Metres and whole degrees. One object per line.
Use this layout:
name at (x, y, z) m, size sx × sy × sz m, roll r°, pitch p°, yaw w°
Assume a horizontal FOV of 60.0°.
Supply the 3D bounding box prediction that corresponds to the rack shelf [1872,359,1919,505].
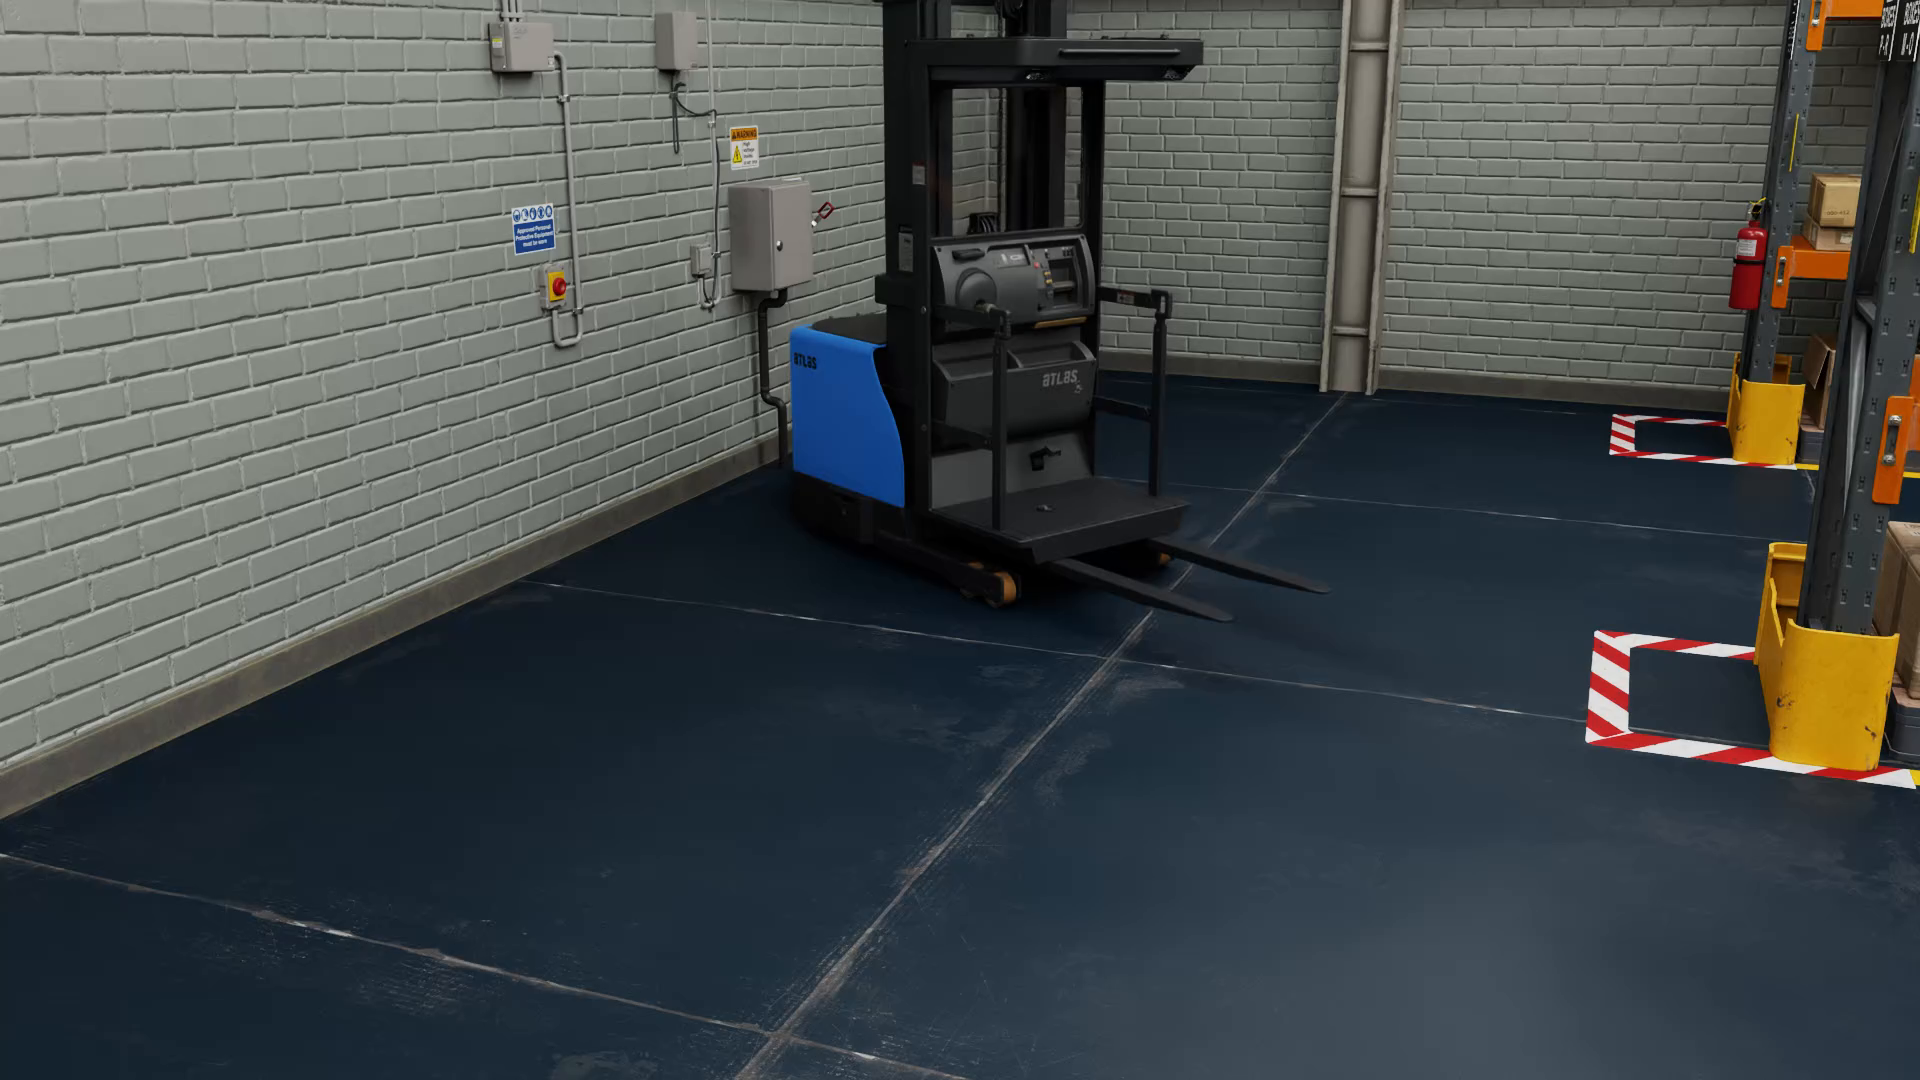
rack shelf at (5.166, -0.234, 5.389) m, size 4.000 × 0.370 × 1.077 m, roll 6°, pitch 17°, yaw 21°

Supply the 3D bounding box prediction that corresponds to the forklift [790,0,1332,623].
forklift at (0.400, -1.253, 7.733) m, size 1.130 × 2.935 × 3.031 m, roll -12°, pitch 20°, yaw -36°

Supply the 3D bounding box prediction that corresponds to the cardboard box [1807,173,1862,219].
cardboard box at (5.648, -2.164, 10.483) m, size 0.500 × 0.250 × 0.500 m, roll 7°, pitch 18°, yaw 22°

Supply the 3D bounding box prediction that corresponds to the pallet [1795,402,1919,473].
pallet at (5.936, -0.643, 10.511) m, size 1.213 × 0.211 × 1.003 m, roll 6°, pitch 17°, yaw 21°

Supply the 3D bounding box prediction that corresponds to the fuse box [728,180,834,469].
fuse box at (-1.042, -1.266, 9.964) m, size 0.414 × 1.711 × 0.539 m, roll 6°, pitch 17°, yaw 21°

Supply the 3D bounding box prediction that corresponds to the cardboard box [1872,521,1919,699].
cardboard box at (3.956, 0.287, 6.149) m, size 0.875 × 0.438 × 0.875 m, roll 6°, pitch 17°, yaw 19°

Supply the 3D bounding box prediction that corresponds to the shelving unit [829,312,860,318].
shelving unit at (-0.563, -0.722, 9.278) m, size 0.215 × 1.050 × 0.252 m, roll -12°, pitch 20°, yaw -36°

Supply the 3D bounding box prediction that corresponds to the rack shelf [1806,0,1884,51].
rack shelf at (6.983, -2.962, 9.406) m, size 4.000 × 0.370 × 1.077 m, roll 6°, pitch 17°, yaw 21°

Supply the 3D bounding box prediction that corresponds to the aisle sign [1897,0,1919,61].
aisle sign at (3.132, -1.964, 5.397) m, size 0.004 × 0.787 × 0.394 m, roll 6°, pitch 17°, yaw 21°

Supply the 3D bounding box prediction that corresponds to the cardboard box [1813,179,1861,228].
cardboard box at (5.446, -2.026, 10.008) m, size 0.500 × 0.250 × 0.500 m, roll 6°, pitch 17°, yaw 21°

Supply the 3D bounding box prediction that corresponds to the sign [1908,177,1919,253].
sign at (3.096, -1.094, 5.368) m, size 0.005 × 0.325 × 0.100 m, roll 6°, pitch 17°, yaw 21°

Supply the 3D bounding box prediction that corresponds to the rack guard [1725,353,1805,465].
rack guard at (5.194, -0.863, 10.751) m, size 0.348 × 0.500 × 1.175 m, roll 6°, pitch 17°, yaw 21°

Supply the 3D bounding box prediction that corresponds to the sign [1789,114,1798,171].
sign at (4.924, -2.347, 9.824) m, size 0.005 × 0.325 × 0.100 m, roll 6°, pitch 17°, yaw 21°

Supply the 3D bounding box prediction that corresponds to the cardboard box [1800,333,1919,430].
cardboard box at (5.657, -0.987, 10.418) m, size 0.637 × 0.503 × 0.797 m, roll 6°, pitch 17°, yaw 18°

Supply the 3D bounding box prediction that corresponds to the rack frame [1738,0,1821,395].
rack frame at (5.123, -2.072, 10.429) m, size 0.127 × 3.000 × 1.000 m, roll 6°, pitch 17°, yaw 21°

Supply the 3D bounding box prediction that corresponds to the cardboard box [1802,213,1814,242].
cardboard box at (5.530, -1.987, 10.587) m, size 0.250 × 0.149 × 0.380 m, roll 6°, pitch 17°, yaw 20°

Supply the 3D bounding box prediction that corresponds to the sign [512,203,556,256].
sign at (-2.024, -1.478, 7.900) m, size 0.001 × 0.218 × 0.327 m, roll 6°, pitch 17°, yaw 21°

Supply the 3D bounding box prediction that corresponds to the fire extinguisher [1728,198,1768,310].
fire extinguisher at (4.816, -1.750, 10.131) m, size 0.183 × 0.674 × 0.296 m, roll 6°, pitch 17°, yaw 21°

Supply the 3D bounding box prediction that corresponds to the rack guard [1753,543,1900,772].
rack guard at (3.283, 0.414, 6.350) m, size 0.348 × 0.500 × 1.175 m, roll 6°, pitch 17°, yaw 21°

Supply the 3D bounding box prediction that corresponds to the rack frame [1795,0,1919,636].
rack frame at (3.305, -0.784, 5.993) m, size 0.127 × 3.000 × 1.000 m, roll 6°, pitch 17°, yaw 21°

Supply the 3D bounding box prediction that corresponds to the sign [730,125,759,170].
sign at (-1.255, -2.288, 9.693) m, size 0.001 × 0.242 × 0.339 m, roll 6°, pitch 17°, yaw 21°

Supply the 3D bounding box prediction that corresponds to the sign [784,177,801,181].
sign at (-1.054, -1.988, 10.312) m, size 0.001 × 0.494 × 0.329 m, roll 6°, pitch 17°, yaw 21°

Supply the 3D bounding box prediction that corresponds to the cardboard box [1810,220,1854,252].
cardboard box at (5.328, -1.846, 10.103) m, size 0.250 × 0.149 × 0.380 m, roll 6°, pitch 17°, yaw 20°

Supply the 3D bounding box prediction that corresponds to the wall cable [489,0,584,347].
wall cable at (-1.949, -1.858, 7.813) m, size 0.123 × 1.953 × 0.585 m, roll 6°, pitch 17°, yaw 21°

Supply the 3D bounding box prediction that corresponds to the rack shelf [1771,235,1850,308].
rack shelf at (6.983, -1.521, 9.825) m, size 4.000 × 0.370 × 1.077 m, roll 6°, pitch 17°, yaw 21°

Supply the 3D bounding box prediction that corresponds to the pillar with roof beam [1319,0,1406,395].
pillar with roof beam at (1.366, -4.346, 7.502) m, size 0.400 × 9.000 × 9.100 m, roll 6°, pitch 17°, yaw 21°

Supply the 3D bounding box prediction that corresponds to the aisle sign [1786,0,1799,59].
aisle sign at (4.952, -3.251, 9.828) m, size 0.004 × 0.787 × 0.394 m, roll 6°, pitch 17°, yaw 21°

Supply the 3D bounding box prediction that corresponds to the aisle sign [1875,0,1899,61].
aisle sign at (3.352, -2.120, 5.933) m, size 0.004 × 0.787 × 0.394 m, roll 6°, pitch 17°, yaw 21°

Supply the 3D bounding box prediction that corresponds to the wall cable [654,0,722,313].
wall cable at (-1.439, -2.211, 9.089) m, size 0.122 × 1.984 × 0.588 m, roll 6°, pitch 17°, yaw 21°

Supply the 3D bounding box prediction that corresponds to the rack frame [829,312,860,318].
rack frame at (-0.639, -0.749, 9.370) m, size 0.200 × 1.050 × 0.008 m, roll -12°, pitch 20°, yaw -36°

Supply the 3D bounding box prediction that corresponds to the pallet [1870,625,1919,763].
pallet at (4.078, 0.617, 6.170) m, size 1.213 × 0.211 × 1.003 m, roll 6°, pitch 17°, yaw 21°
